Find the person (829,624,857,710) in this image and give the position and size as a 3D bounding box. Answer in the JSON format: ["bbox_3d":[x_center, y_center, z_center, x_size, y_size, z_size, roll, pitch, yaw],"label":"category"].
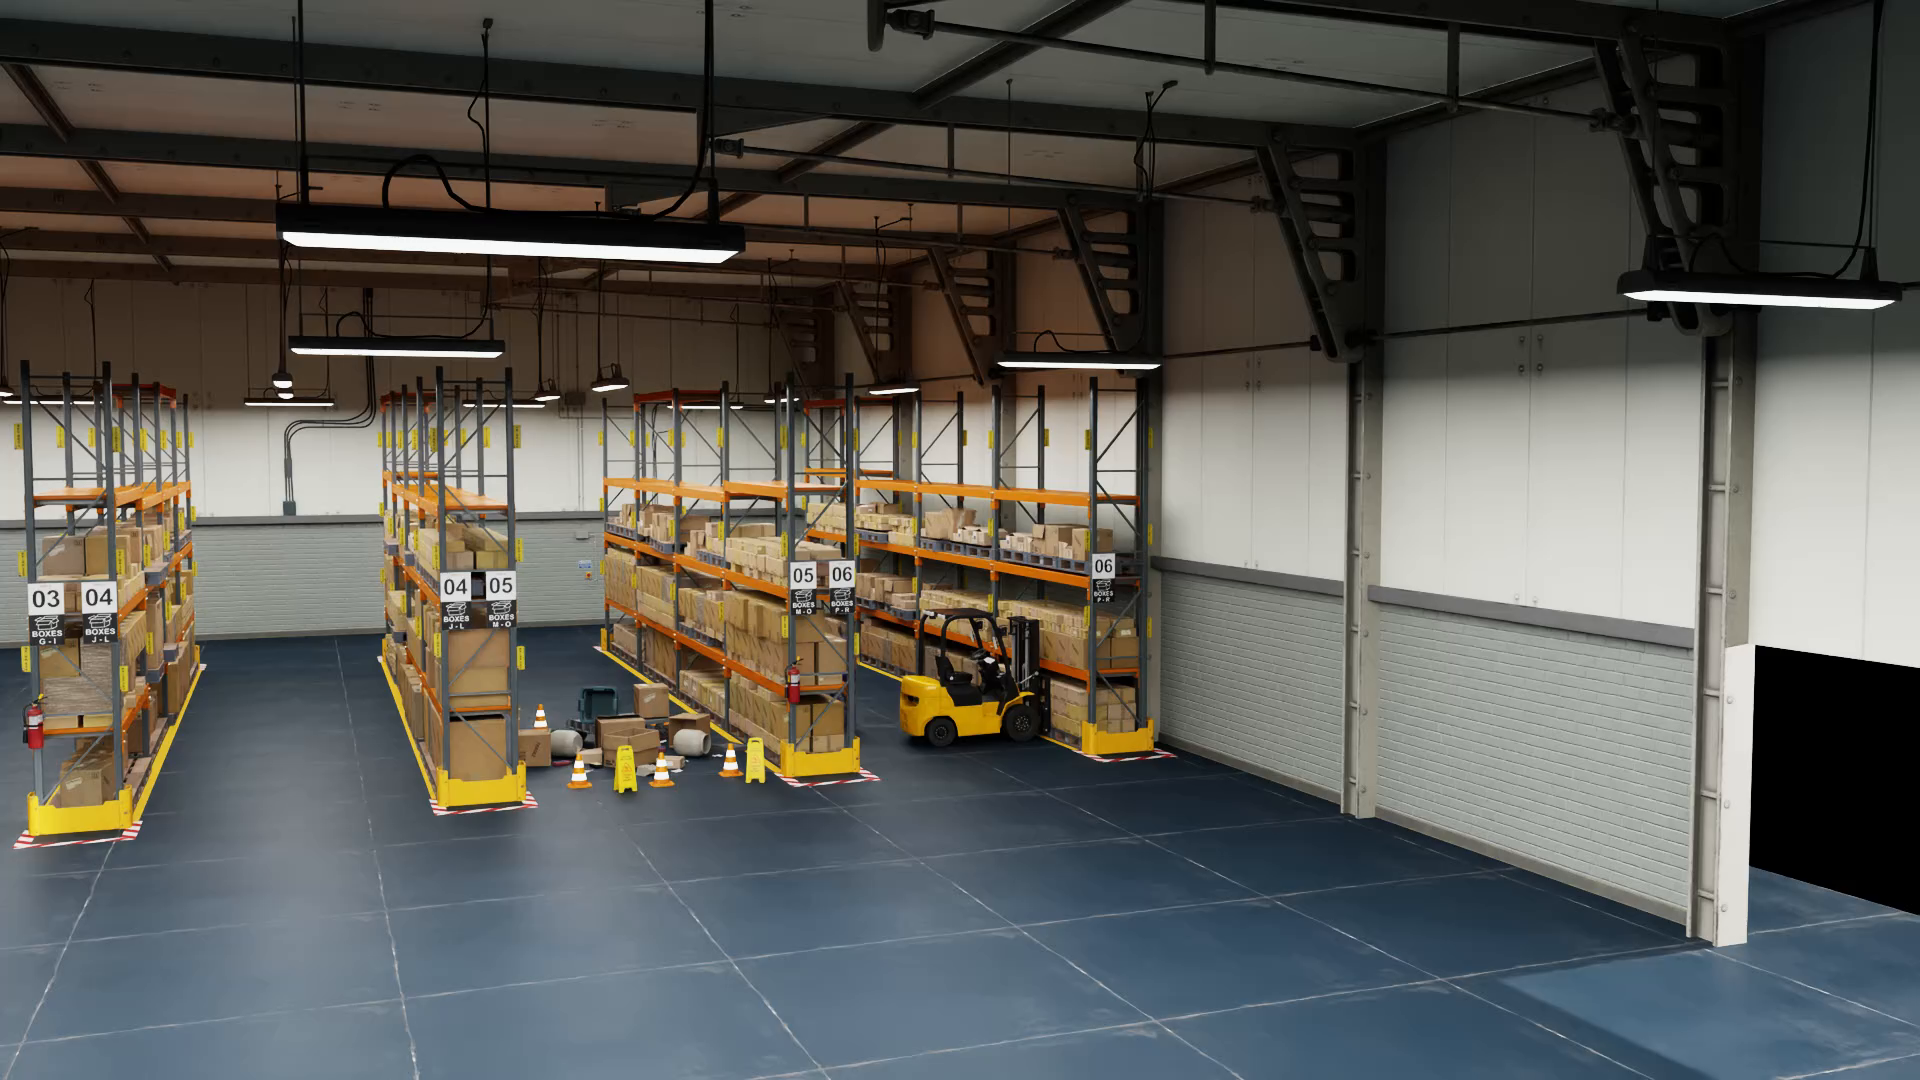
[{"bbox_3d":[-2.041,2.246,29.113,0.518,1.571,0.666,-2,4,-24],"label":"person"}]
